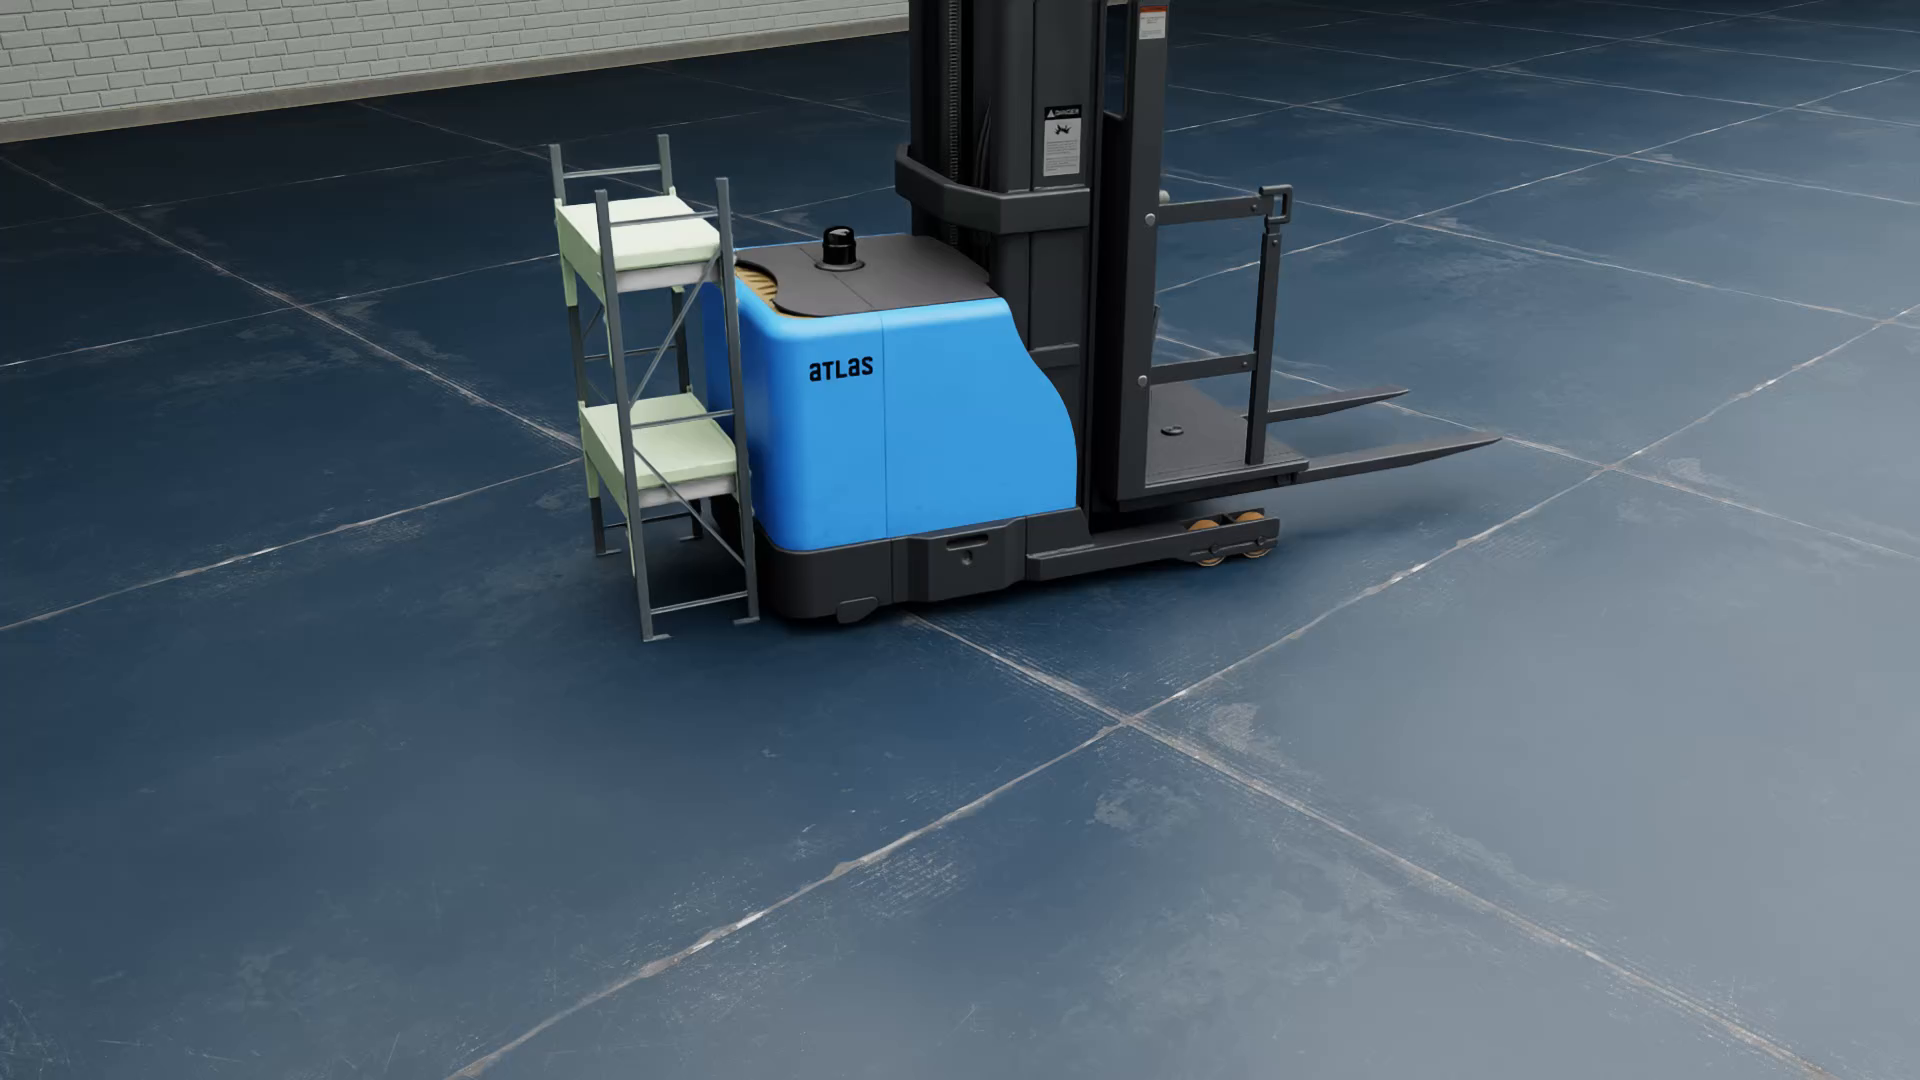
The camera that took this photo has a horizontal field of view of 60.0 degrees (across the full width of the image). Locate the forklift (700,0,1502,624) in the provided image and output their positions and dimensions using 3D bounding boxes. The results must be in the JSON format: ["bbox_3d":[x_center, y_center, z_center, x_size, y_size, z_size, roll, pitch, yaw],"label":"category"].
[{"bbox_3d":[0.628,-1.430,5.853,3.031,2.935,1.130,-10,26,-20],"label":"forklift"}]

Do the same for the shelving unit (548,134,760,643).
[{"bbox_3d":[-1.020,-0.517,5.568,0.431,1.500,0.755,-11,27,-20],"label":"shelving unit"}]

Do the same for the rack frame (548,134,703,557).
[{"bbox_3d":[-1.163,-0.657,5.875,0.400,1.500,0.023,-11,27,-20],"label":"rack frame"}]

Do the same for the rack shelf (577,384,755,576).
[{"bbox_3d":[-1.015,-0.221,5.705,0.431,0.370,0.720,-11,27,-20],"label":"rack shelf"}]

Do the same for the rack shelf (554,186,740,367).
[{"bbox_3d":[-1.025,-0.871,5.404,0.431,0.370,0.720,-11,27,-20],"label":"rack shelf"}]

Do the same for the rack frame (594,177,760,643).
[{"bbox_3d":[-0.877,-0.377,5.262,0.400,1.500,0.023,-11,27,-20],"label":"rack frame"}]
